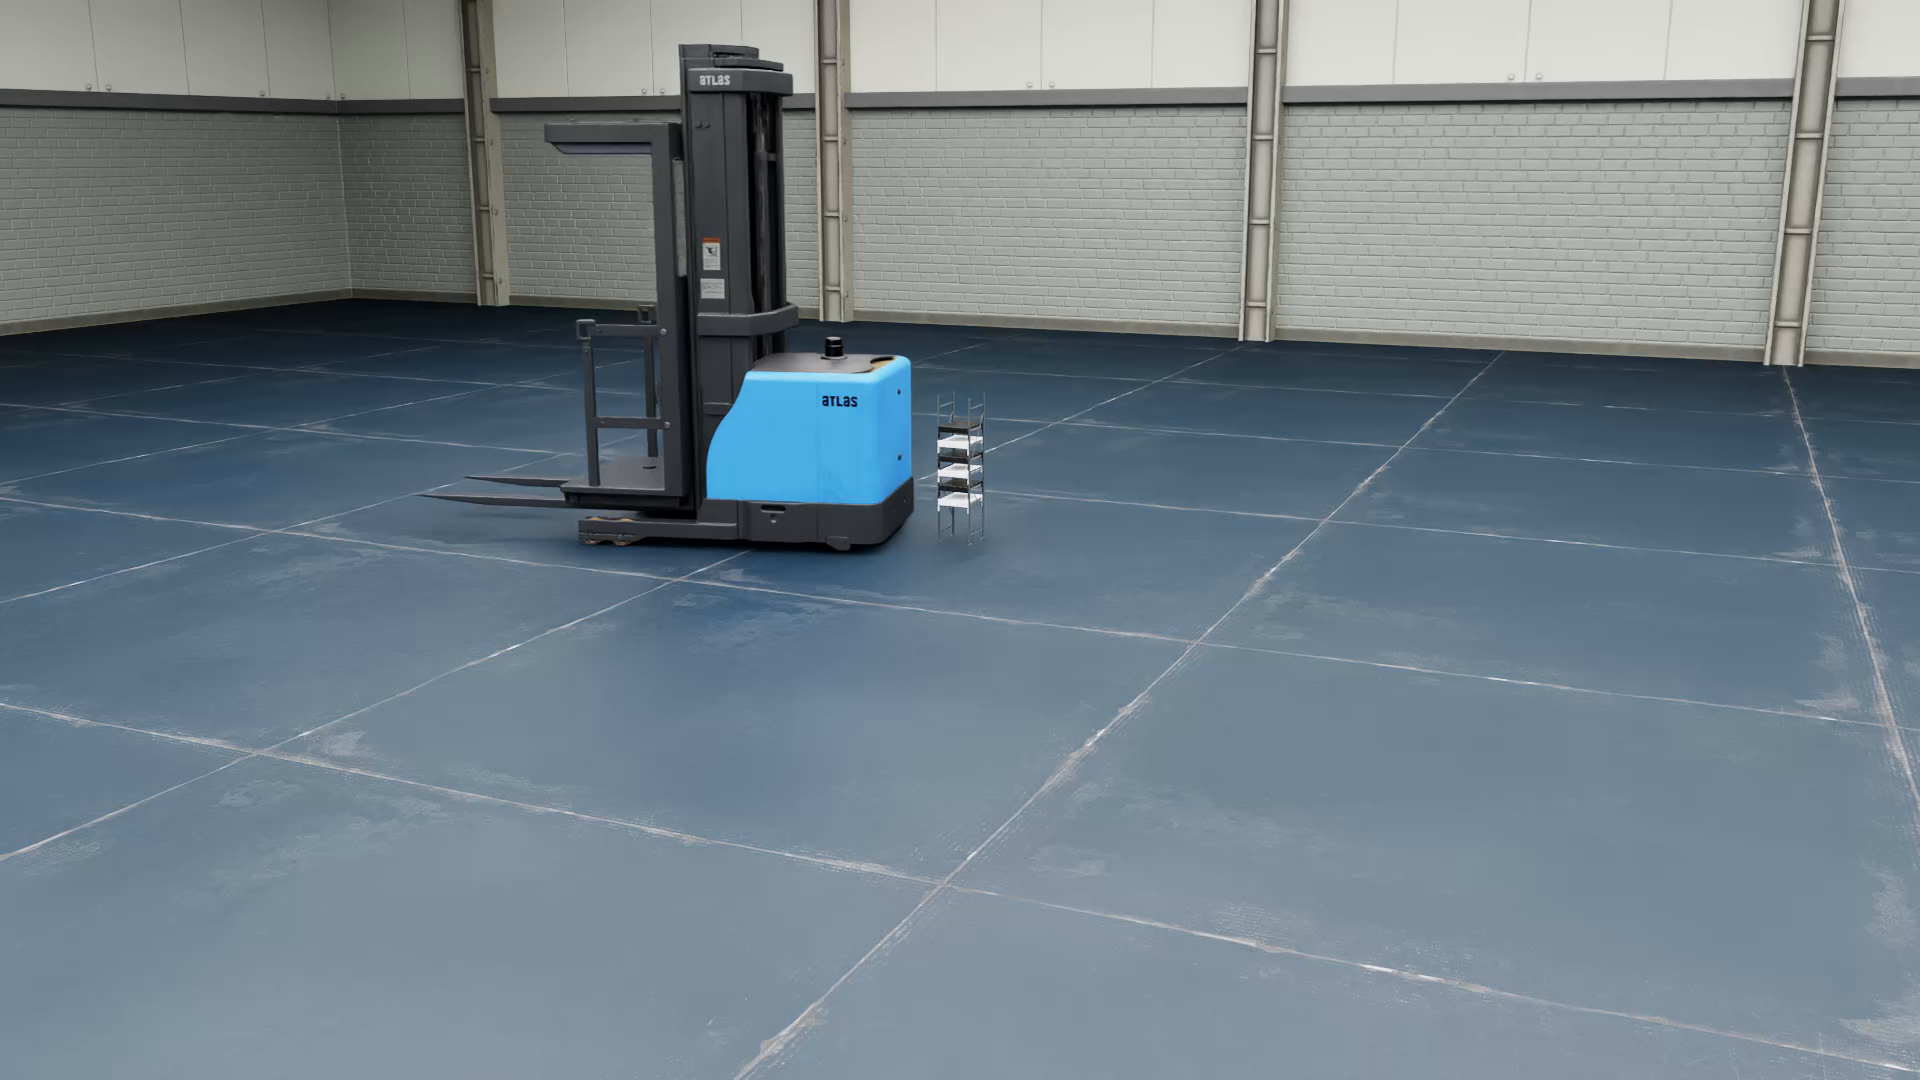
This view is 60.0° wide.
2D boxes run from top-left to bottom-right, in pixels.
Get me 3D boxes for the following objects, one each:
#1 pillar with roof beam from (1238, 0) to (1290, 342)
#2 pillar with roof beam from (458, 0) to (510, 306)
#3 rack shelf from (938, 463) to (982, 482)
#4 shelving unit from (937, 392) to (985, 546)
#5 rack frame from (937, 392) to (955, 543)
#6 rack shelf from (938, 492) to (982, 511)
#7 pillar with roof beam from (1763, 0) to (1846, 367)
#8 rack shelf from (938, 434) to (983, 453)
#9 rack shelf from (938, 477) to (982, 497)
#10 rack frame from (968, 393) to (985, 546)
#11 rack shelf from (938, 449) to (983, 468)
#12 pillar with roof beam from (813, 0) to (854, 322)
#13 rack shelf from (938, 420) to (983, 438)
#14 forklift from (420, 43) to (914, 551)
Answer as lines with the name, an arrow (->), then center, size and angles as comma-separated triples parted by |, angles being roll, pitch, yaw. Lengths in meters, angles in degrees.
pillar with roof beam -> 2.010, -6.012, 16.177 | 0.400, 9.000, 9.100 | 6, 14, 23
pillar with roof beam -> -8.962, -7.122, 20.908 | 0.400, 9.000, 9.100 | 6, 14, 23
rack shelf -> 0.007, -0.405, 10.156 | 0.200, 0.077, 0.258 | 6, 14, 23
shelving unit -> 0.007, -0.437, 10.149 | 0.210, 0.900, 0.258 | 6, 14, 23
rack frame -> -0.086, -0.447, 10.189 | 0.006, 0.900, 0.240 | 6, 14, 23
rack shelf -> 0.007, -0.230, 10.198 | 0.200, 0.077, 0.258 | 6, 14, 23
pillar with roof beam -> 7.496, -5.457, 13.811 | 0.400, 9.000, 9.100 | 6, 14, 23
rack shelf -> 0.007, -0.580, 10.115 | 0.200, 0.077, 0.258 | 6, 14, 23
rack shelf -> 0.007, -0.317, 10.177 | 0.200, 0.077, 0.258 | 6, 14, 23
rack frame -> 0.100, -0.428, 10.109 | 0.006, 0.900, 0.240 | 6, 14, 23
rack shelf -> 0.007, -0.493, 10.136 | 0.200, 0.077, 0.258 | 6, 14, 23
pillar with roof beam -> -3.476, -6.567, 18.542 | 0.400, 9.000, 9.100 | 6, 14, 23
rack shelf -> 0.007, -0.668, 10.095 | 0.200, 0.077, 0.258 | 6, 14, 23
forklift -> -1.865, -1.506, 10.258 | 3.031, 2.935, 1.130 | 2, 13, 10
